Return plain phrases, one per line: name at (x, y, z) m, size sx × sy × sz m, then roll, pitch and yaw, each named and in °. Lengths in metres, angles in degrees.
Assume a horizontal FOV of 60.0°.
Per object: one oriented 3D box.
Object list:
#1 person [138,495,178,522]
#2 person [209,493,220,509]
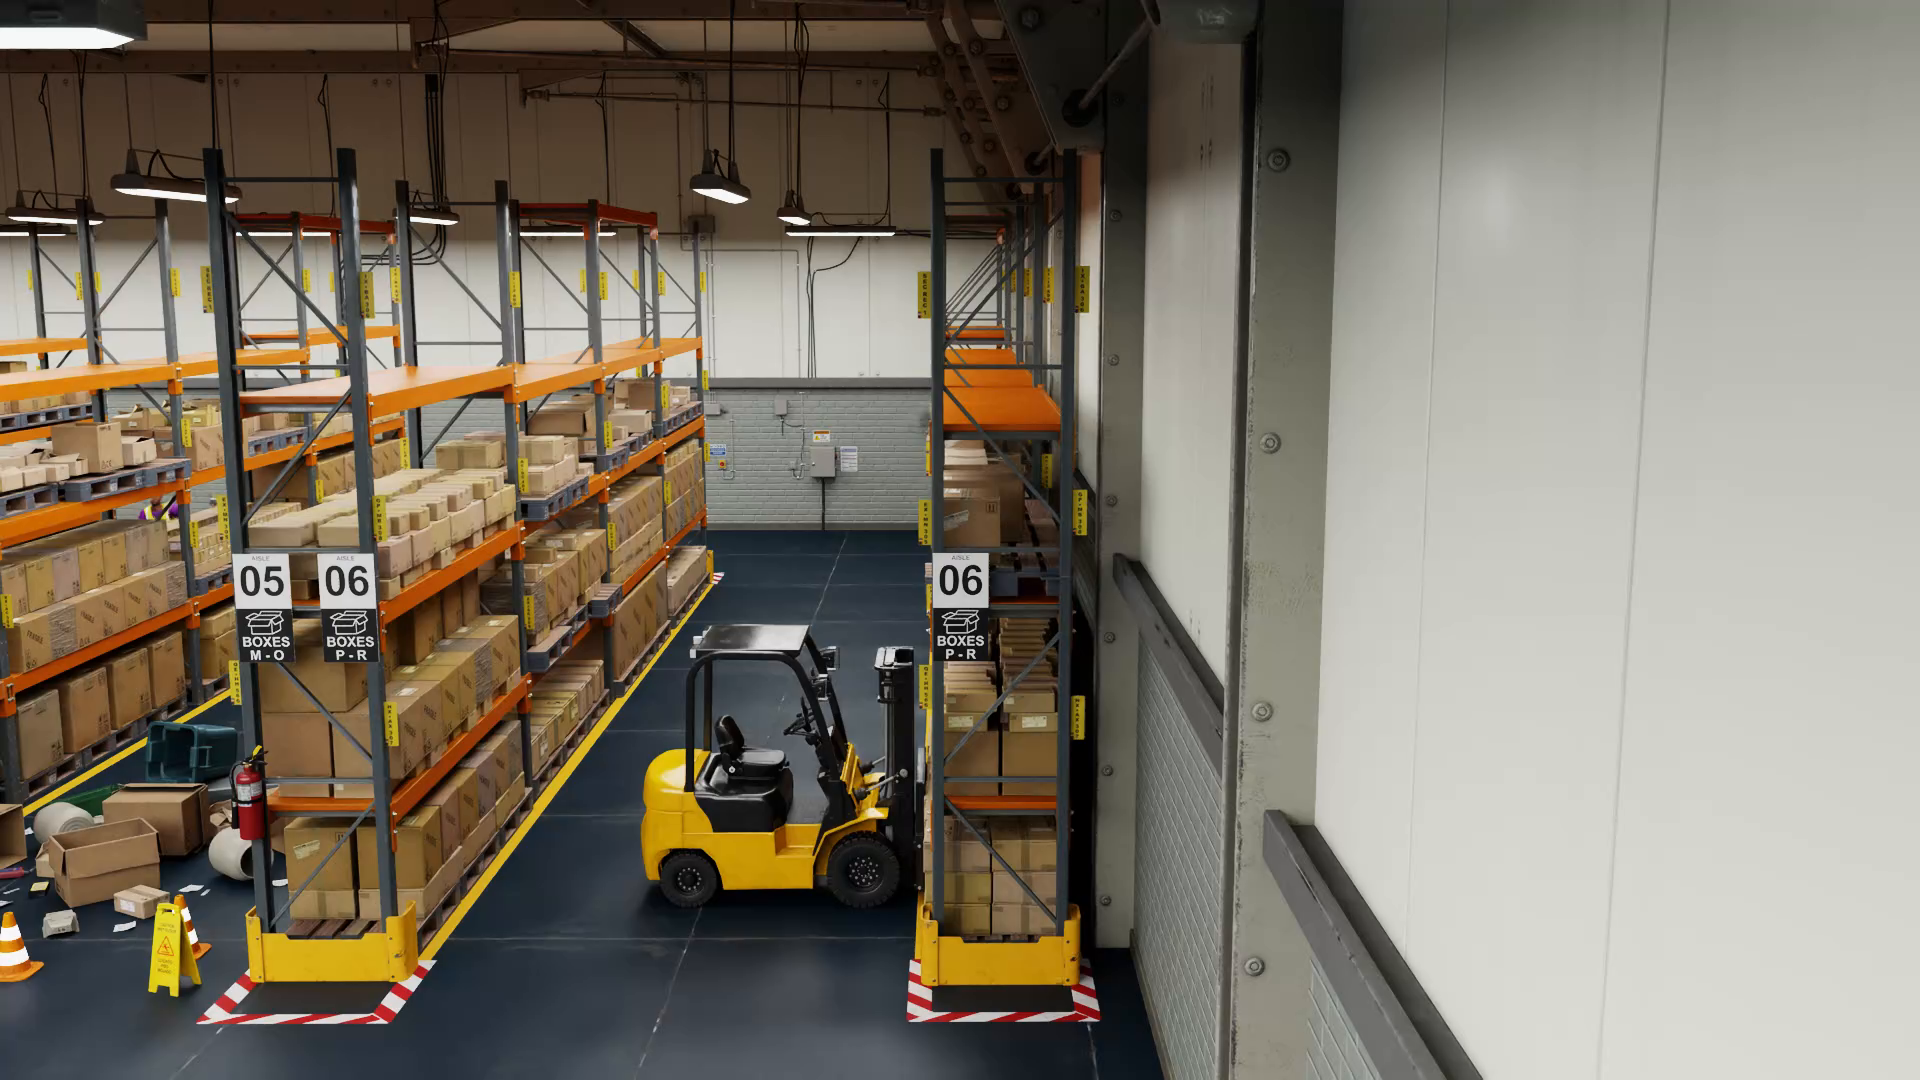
person at (-12.926, 0.022, 26.955) m, size 0.745 × 1.725 × 0.824 m, roll -2°, pitch 9°, yaw -10°
person at (-11.553, 0.159, 26.072) m, size 0.593 × 1.838 × 0.885 m, roll 0°, pitch 9°, yaw 1°
